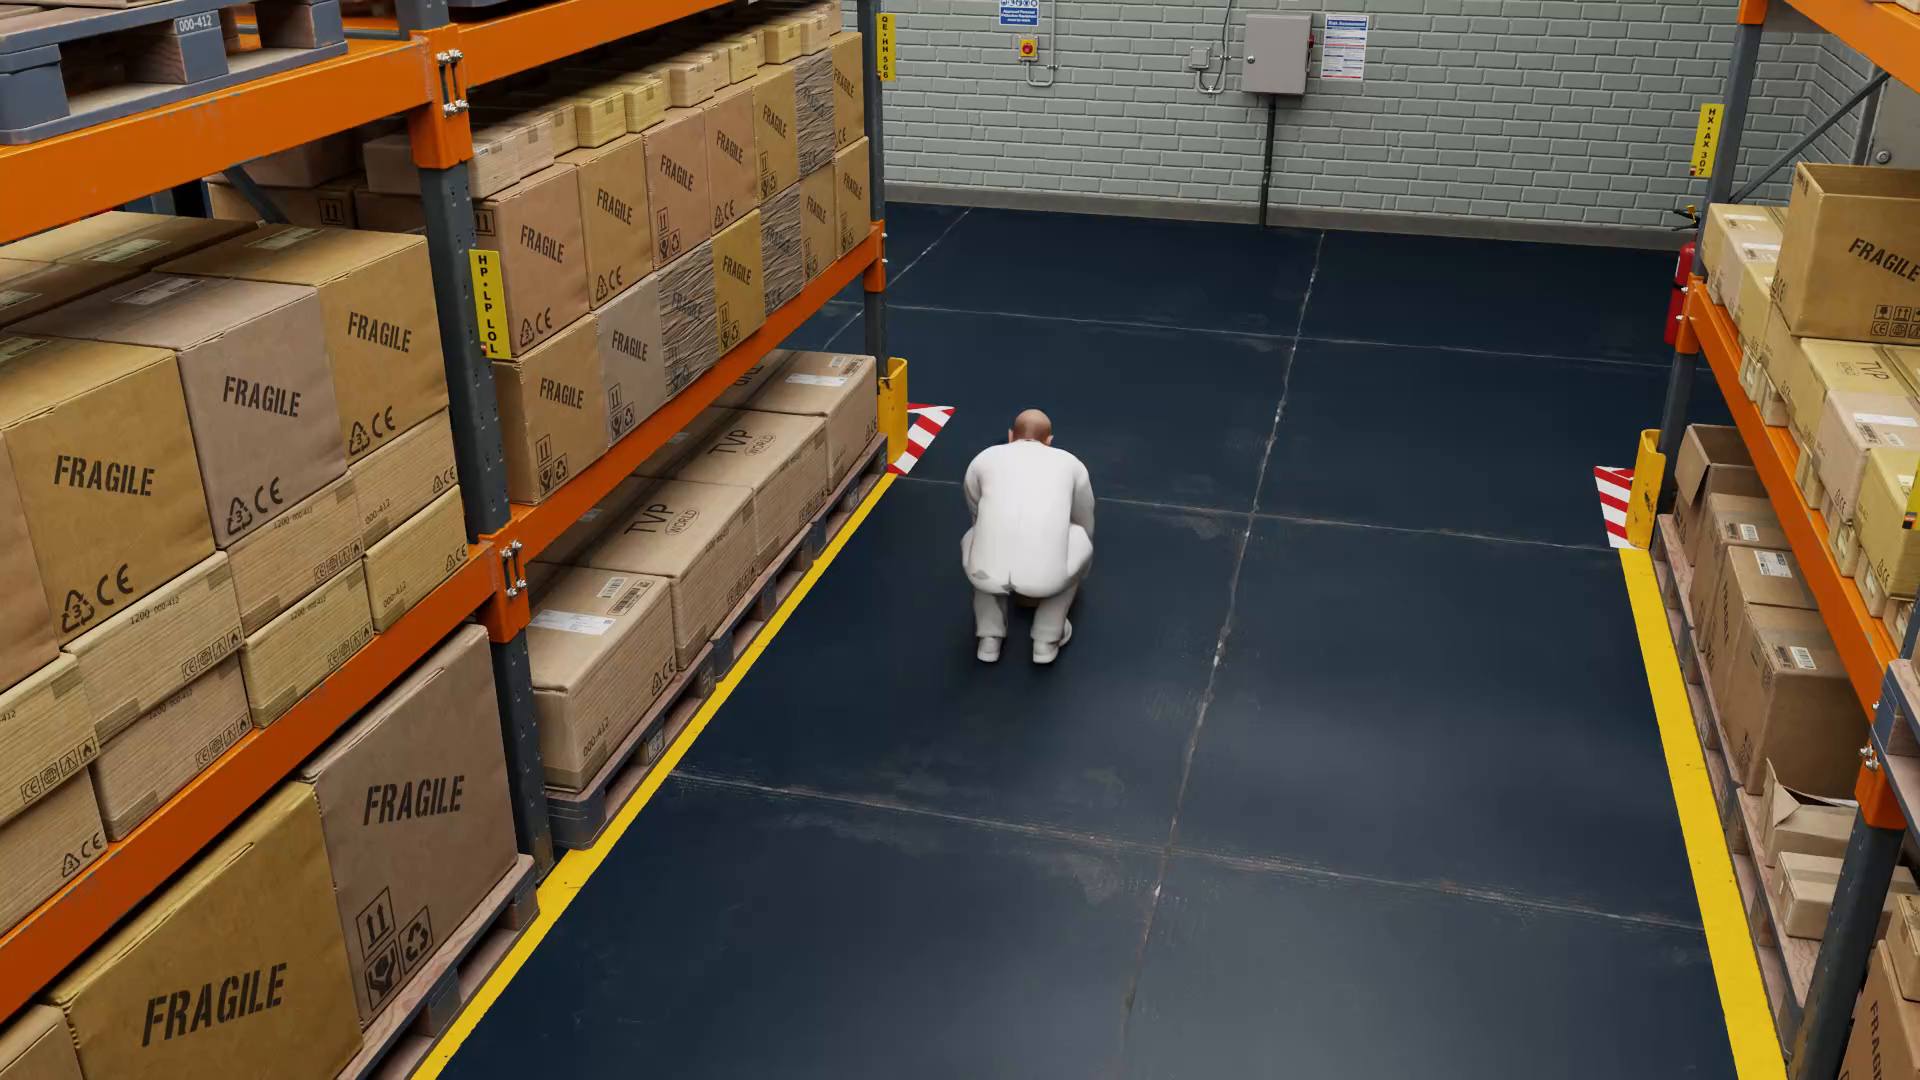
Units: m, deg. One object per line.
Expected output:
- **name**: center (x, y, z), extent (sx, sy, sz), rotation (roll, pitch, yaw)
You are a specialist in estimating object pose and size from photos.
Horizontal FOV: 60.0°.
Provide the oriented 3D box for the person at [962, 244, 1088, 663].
- **person**: center (0.285, -0.360, 6.915), extent (0.525, 1.770, 0.582), rotation (6, 26, 12)
